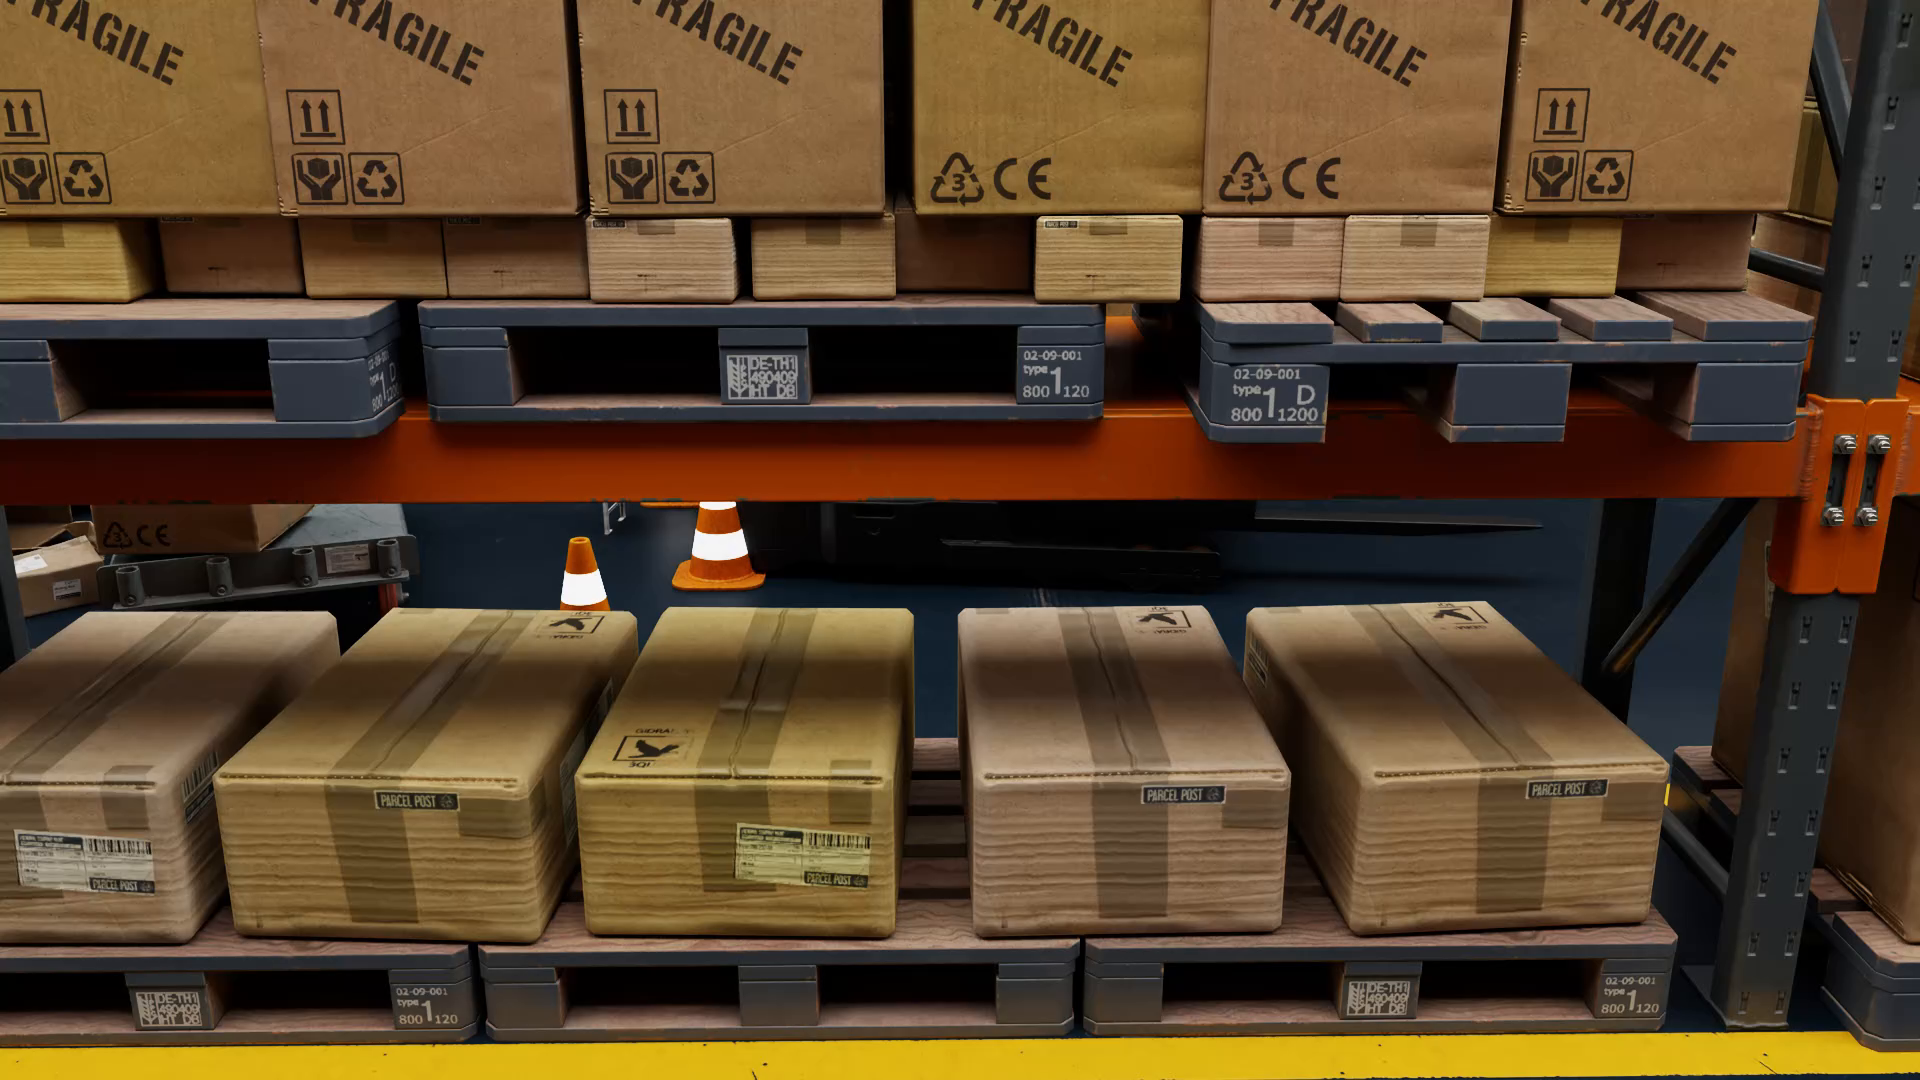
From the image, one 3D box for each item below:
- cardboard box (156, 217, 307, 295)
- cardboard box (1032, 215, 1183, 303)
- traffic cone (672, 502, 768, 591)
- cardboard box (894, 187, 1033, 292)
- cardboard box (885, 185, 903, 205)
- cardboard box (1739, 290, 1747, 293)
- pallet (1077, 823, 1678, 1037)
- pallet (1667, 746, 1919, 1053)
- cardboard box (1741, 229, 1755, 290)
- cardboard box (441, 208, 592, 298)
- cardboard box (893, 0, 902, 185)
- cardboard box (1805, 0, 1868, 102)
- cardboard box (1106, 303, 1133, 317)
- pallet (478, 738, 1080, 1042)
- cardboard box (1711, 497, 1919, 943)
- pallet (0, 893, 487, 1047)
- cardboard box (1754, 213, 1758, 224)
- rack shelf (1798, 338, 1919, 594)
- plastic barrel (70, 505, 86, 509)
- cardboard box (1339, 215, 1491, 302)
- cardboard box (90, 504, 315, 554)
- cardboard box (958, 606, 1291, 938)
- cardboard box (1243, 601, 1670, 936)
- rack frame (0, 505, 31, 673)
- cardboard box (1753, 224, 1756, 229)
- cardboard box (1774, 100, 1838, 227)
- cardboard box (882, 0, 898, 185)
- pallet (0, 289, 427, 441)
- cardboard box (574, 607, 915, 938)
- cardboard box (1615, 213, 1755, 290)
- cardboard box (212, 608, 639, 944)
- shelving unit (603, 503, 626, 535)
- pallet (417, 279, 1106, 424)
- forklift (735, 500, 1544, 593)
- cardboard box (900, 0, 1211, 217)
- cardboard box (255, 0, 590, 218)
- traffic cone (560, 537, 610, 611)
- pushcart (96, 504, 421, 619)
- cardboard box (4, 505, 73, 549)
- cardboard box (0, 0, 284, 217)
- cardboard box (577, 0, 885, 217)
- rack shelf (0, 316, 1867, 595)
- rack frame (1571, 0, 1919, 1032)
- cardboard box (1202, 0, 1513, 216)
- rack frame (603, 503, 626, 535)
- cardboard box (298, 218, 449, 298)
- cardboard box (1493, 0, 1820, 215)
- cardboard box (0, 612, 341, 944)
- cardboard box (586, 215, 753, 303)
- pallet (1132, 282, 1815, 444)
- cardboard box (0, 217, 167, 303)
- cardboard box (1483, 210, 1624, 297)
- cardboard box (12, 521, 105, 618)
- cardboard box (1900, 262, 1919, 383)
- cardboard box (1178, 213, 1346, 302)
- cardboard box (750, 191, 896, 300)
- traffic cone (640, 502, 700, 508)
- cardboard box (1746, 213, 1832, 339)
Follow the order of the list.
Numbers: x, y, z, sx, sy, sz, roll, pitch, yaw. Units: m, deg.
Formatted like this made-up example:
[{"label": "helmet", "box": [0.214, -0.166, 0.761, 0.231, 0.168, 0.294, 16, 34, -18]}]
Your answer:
[{"label": "cardboard box", "box": [-1.284, -0.564, 3.120, 0.250, 0.149, 0.380, 1, 18, 3]}, {"label": "cardboard box", "box": [0.257, -0.538, 3.039, 0.250, 0.149, 0.380, 0, 18, 0]}, {"label": "traffic cone", "box": [-0.882, -0.087, 6.062, 0.334, 0.463, 0.336, 0, 18, -1]}, {"label": "cardboard box", "box": [0.004, -0.576, 3.155, 0.250, 0.149, 0.380, 0, 18, 0]}, {"label": "cardboard box", "box": [-0.057, -0.698, 3.536, 0.250, 0.149, 0.380, 0, 18, 1]}, {"label": "cardboard box", "box": [3.684, -1.030, 8.254, 0.500, 0.500, 0.500, -1, 18, -2]}, {"label": "pallet", "box": [0.844, 0.757, 3.842, 1.213, 0.211, 1.003, 0, 18, -1]}, {"label": "pallet", "box": [2.415, 0.773, 3.792, 1.213, 0.211, 1.003, 0, 18, -1]}, {"label": "cardboard box", "box": [3.663, -1.385, 8.133, 0.500, 0.250, 0.500, -1, 18, -3]}, {"label": "cardboard box", "box": [-0.779, -0.554, 3.086, 0.250, 0.149, 0.380, 0, 18, 0]}, {"label": "cardboard box", "box": [0.120, -1.022, 3.486, 0.500, 0.500, 0.500, 0, 18, 0]}, {"label": "cardboard box", "box": [2.139, -1.180, 3.515, 0.500, 0.500, 0.500, -1, 18, -2]}, {"label": "cardboard box", "box": [0.836, -1.239, 8.494, 0.750, 0.750, 1.050, -1, 18, -2]}, {"label": "pallet", "box": [-0.372, 0.762, 3.826, 1.213, 0.211, 1.003, 0, 18, -1]}, {"label": "cardboard box", "box": [2.318, 0.260, 3.618, 0.875, 0.875, 0.875, 0, 18, -1]}, {"label": "pallet", "box": [-1.595, 0.769, 3.805, 1.213, 0.211, 1.003, 0, 18, -1]}, {"label": "cardboard box", "box": [4.171, -1.545, 8.631, 0.500, 0.250, 0.500, 0, 18, 1]}, {"label": "rack shelf", "box": [3.626, -0.241, 3.566, 4.000, 0.370, 1.077, 0, 18, -1]}, {"label": "plastic barrel", "box": [-3.663, -0.365, 6.993, 0.421, 0.421, 0.512, 14, 22, 37]}, {"label": "cardboard box", "box": [0.784, -0.543, 3.052, 0.250, 0.149, 0.380, 0, 18, -1]}, {"label": "cardboard box", "box": [-2.432, -0.269, 5.327, 0.500, 0.500, 0.500, 0, 18, -1]}, {"label": "cardboard box", "box": [0.323, 0.483, 3.746, 0.625, 0.372, 0.950, -1, 18, -2]}, {"label": "cardboard box", "box": [1.061, 0.477, 3.765, 0.625, 0.372, 0.950, -1, 18, -5]}, {"label": "rack frame", "box": [-2.374, -0.555, 3.366, 0.127, 3.000, 1.000, 0, 18, -1]}, {"label": "cardboard box", "box": [4.191, -1.392, 8.154, 0.500, 0.250, 0.500, 1, 18, 2]}, {"label": "cardboard box", "box": [2.106, -0.821, 3.622, 0.500, 0.250, 0.500, 0, 18, -1]}, {"label": "cardboard box", "box": [-0.380, -1.022, 3.486, 0.500, 0.500, 0.500, -1, 18, -3]}, {"label": "pallet", "box": [-1.607, -0.423, 3.268, 1.213, 0.211, 1.003, 0, 18, -1]}, {"label": "cardboard box", "box": [-0.435, 0.485, 3.740, 0.625, 0.372, 0.950, 0, 18, 1]}, {"label": "cardboard box", "box": [1.302, -0.581, 3.172, 0.250, 0.149, 0.380, 0, 18, 1]}, {"label": "cardboard box", "box": [-1.131, 0.489, 3.728, 0.625, 0.372, 0.950, 1, 18, 3]}, {"label": "shelving unit", "box": [-1.150, -0.620, 6.516, 0.503, 1.200, 0.258, 2, 18, 5]}, {"label": "pallet", "box": [-0.353, -0.461, 3.387, 1.213, 0.211, 1.003, 0, 18, -1]}, {"label": "forklift", "box": [0.621, -1.377, 6.042, 3.031, 2.935, 1.130, 2, 18, 5]}, {"label": "cardboard box", "box": [0.154, -0.867, 3.003, 0.500, 0.500, 0.500, -1, 18, -5]}, {"label": "cardboard box", "box": [-0.905, -0.859, 2.978, 0.500, 0.500, 0.500, 0, 18, -1]}, {"label": "traffic cone", "box": [-1.156, 0.220, 5.105, 0.334, 0.463, 0.336, 0, 18, -1]}, {"label": "pushcart", "box": [-2.460, -0.002, 5.937, 0.936, 0.377, 1.648, -7, 19, -20]}, {"label": "cardboard box", "box": [-3.722, -0.200, 6.125, 0.503, 0.637, 0.797, 0, 18, -1]}, {"label": "cardboard box", "box": [-1.400, -0.861, 2.983, 0.500, 0.500, 0.500, 0, 18, -1]}, {"label": "cardboard box", "box": [-0.392, -0.865, 2.996, 0.500, 0.500, 0.500, -1, 18, -3]}, {"label": "rack shelf", "box": [-0.374, -0.222, 3.506, 4.000, 0.370, 1.077, 0, 18, -1]}, {"label": "rack frame", "box": [1.626, -0.574, 3.426, 0.127, 3.000, 1.000, 0, 18, -1]}, {"label": "cardboard box", "box": [0.659, -0.870, 3.012, 0.500, 0.500, 0.500, -1, 18, -2]}, {"label": "rack frame", "box": [-1.393, -0.627, 6.538, 0.015, 1.200, 0.240, 2, 18, 5]}, {"label": "cardboard box", "box": [-1.026, -0.553, 3.084, 0.250, 0.149, 0.380, 0, 18, 0]}, {"label": "cardboard box", "box": [1.176, -0.876, 3.030, 0.500, 0.500, 0.500, -1, 18, -2]}, {"label": "cardboard box", "box": [-1.849, 0.493, 3.714, 0.625, 0.372, 0.950, 0, 18, 0]}, {"label": "cardboard box", "box": [-0.512, -0.539, 3.041, 0.250, 0.149, 0.380, 0, 18, 1]}, {"label": "pallet", "box": [0.915, -0.447, 3.343, 1.003, 0.211, 1.213, 0, 18, -1]}, {"label": "cardboard box", "box": [-1.566, -0.540, 3.043, 0.250, 0.149, 0.380, 0, 18, 0]}, {"label": "cardboard box", "box": [1.035, -0.558, 3.099, 0.250, 0.149, 0.380, 0, 18, 0]}, {"label": "cardboard box", "box": [-3.222, 0.096, 5.815, 0.396, 0.266, 0.258, -15, 23, -39]}, {"label": "cardboard box", "box": [2.119, -0.428, 3.217, 0.500, 0.250, 0.500, -1, 18, -2]}, {"label": "cardboard box", "box": [0.532, -0.544, 3.056, 0.250, 0.149, 0.380, -1, 18, -3]}, {"label": "cardboard box", "box": [-0.246, -0.549, 3.073, 0.250, 0.149, 0.380, -1, 18, -3]}, {"label": "traffic cone", "box": [-1.188, -0.403, 7.047, 0.334, 0.463, 0.336, 0, 18, -1]}, {"label": "cardboard box", "box": [2.127, -0.584, 3.704, 0.500, 0.250, 0.500, -1, 18, -3]}]
